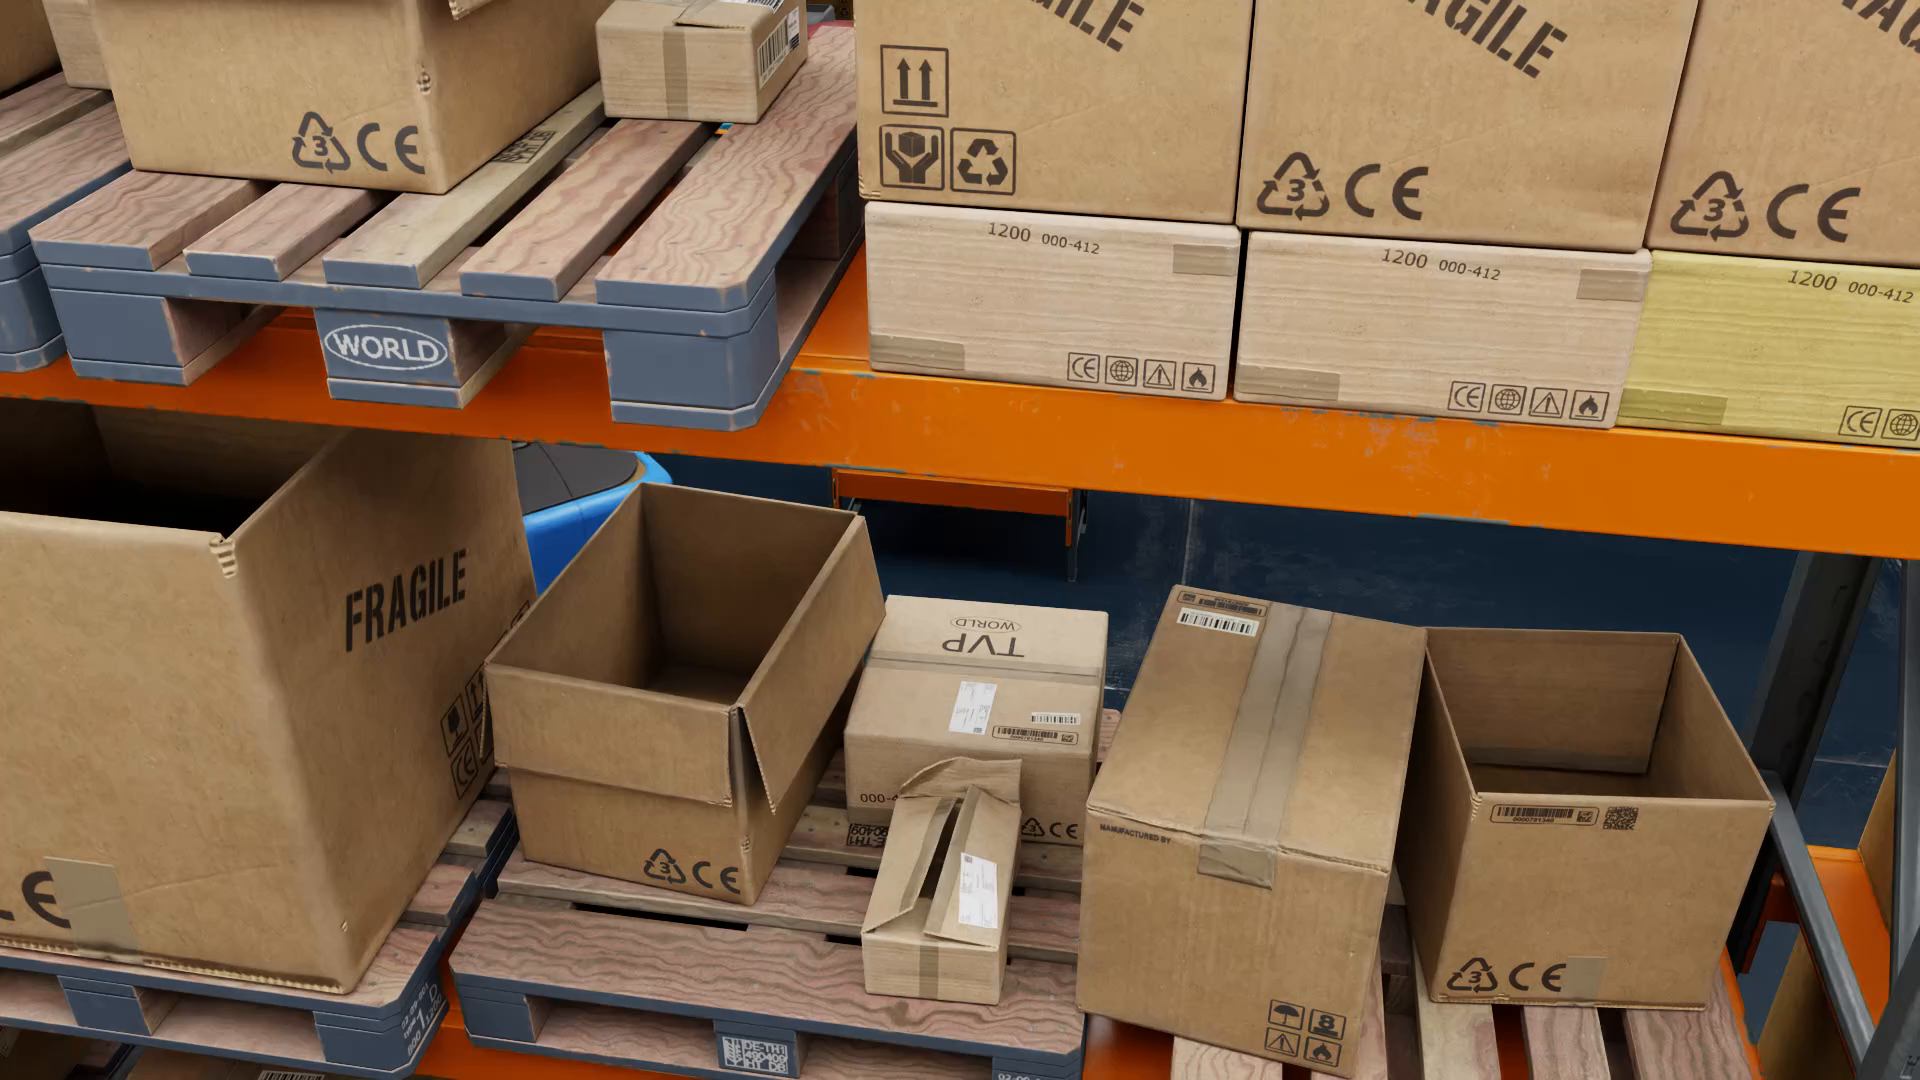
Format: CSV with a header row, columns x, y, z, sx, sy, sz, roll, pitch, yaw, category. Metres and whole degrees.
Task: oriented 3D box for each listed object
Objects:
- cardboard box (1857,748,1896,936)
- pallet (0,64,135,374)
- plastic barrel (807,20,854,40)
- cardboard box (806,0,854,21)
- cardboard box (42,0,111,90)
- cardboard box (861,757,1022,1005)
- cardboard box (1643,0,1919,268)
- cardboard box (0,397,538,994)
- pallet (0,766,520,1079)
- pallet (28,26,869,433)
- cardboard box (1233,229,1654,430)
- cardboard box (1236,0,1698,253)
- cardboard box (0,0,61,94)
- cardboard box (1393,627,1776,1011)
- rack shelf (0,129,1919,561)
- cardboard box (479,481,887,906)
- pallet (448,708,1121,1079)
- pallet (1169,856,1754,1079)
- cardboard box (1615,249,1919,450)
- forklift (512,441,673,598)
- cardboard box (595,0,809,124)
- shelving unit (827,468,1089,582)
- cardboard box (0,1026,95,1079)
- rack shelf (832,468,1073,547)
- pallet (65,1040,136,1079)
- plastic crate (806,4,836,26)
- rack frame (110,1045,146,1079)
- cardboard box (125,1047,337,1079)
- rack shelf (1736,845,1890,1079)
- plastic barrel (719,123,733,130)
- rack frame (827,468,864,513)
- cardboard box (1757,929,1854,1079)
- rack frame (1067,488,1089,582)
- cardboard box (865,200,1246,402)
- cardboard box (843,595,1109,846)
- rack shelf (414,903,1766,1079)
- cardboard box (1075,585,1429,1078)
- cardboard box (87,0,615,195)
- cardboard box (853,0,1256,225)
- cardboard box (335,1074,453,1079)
x,y,z,sx,sy,sz,roll,pitch,yaw,category
2.189,0.631,3.320,0.500,0.500,0.500,6,33,10,cardboard box
-1.691,-0.679,2.857,1.003,0.211,1.213,5,32,8,pallet
-0.542,-2.046,7.563,0.433,0.535,0.433,0,32,0,plastic barrel
-1.016,-4.314,12.804,0.500,0.500,0.500,5,32,8,cardboard box
-1.338,-0.959,2.858,0.258,0.266,0.396,6,33,10,cardboard box
-0.028,0.630,3.146,0.258,0.266,0.396,4,32,7,cardboard box
1.149,-0.678,2.114,0.500,0.500,0.500,6,33,9,cardboard box
-1.522,0.114,3.280,1.000,1.000,1.000,5,32,9,cardboard box
-1.553,0.628,3.601,1.213,0.211,1.003,5,32,8,pallet
-0.668,-0.588,2.712,1.003,0.211,1.213,5,32,8,pallet
0.660,-0.400,2.376,0.500,0.250,0.500,5,32,8,cardboard box
0.641,-0.718,2.178,0.500,0.500,0.500,5,32,8,cardboard box
-1.835,-0.997,2.696,0.637,0.503,0.797,4,32,6,cardboard box
1.122,0.511,3.116,0.500,0.500,0.500,1,32,2,cardboard box
-0.310,-0.386,2.890,4.000,0.370,1.077,5,32,8,rack shelf
-0.558,0.287,3.472,0.637,0.503,0.797,8,33,13,cardboard box
-0.297,0.685,3.509,1.213,0.211,1.003,5,32,8,pallet
0.941,0.833,3.274,1.003,0.211,1.213,5,32,8,pallet
1.151,-0.363,2.317,0.500,0.250,0.500,5,32,8,cardboard box
-2.461,-0.318,4.996,3.031,2.935,1.130,-20,37,-29,forklift
-0.417,-0.833,2.751,0.250,0.166,0.380,4,32,7,cardboard box
0.007,-0.476,6.951,1.048,1.125,0.538,5,32,8,shelving unit
-2.670,1.227,4.423,0.500,0.500,0.500,4,32,7,cardboard box
0.007,-0.269,7.080,1.000,0.278,0.538,5,32,8,rack shelf
-2.950,1.543,4.587,1.213,0.211,1.003,5,32,8,pallet
-0.920,-2.332,8.089,0.583,0.464,0.402,5,32,8,plastic crate
-2.282,0.402,3.780,0.127,3.000,1.000,5,32,8,rack frame
-1.680,1.341,4.221,0.500,0.500,0.700,3,32,4,cardboard box
3.633,1.243,3.116,4.000,0.370,1.077,5,32,8,rack shelf
-1.119,-2.208,7.478,0.708,0.901,0.600,5,32,8,plastic barrel
-0.494,-0.522,7.023,0.032,1.125,0.500,5,32,8,rack frame
2.338,1.554,3.547,0.875,0.875,1.225,4,32,6,cardboard box
0.508,-0.431,6.878,0.032,1.125,0.500,5,32,8,rack frame
0.165,-0.446,2.450,0.500,0.250,0.500,6,33,10,cardboard box
0.048,0.375,3.570,0.500,0.250,0.500,4,32,7,cardboard box
-0.310,0.886,3.686,4.000,0.370,1.077,5,32,8,rack shelf
0.555,0.514,3.112,0.500,0.500,0.700,10,33,15,cardboard box
-0.906,-0.914,2.562,0.637,0.503,0.797,6,33,10,cardboard box
0.156,-0.771,2.262,0.500,0.500,0.500,6,32,9,cardboard box
-1.213,1.394,4.138,0.500,0.500,0.700,5,32,8,cardboard box
